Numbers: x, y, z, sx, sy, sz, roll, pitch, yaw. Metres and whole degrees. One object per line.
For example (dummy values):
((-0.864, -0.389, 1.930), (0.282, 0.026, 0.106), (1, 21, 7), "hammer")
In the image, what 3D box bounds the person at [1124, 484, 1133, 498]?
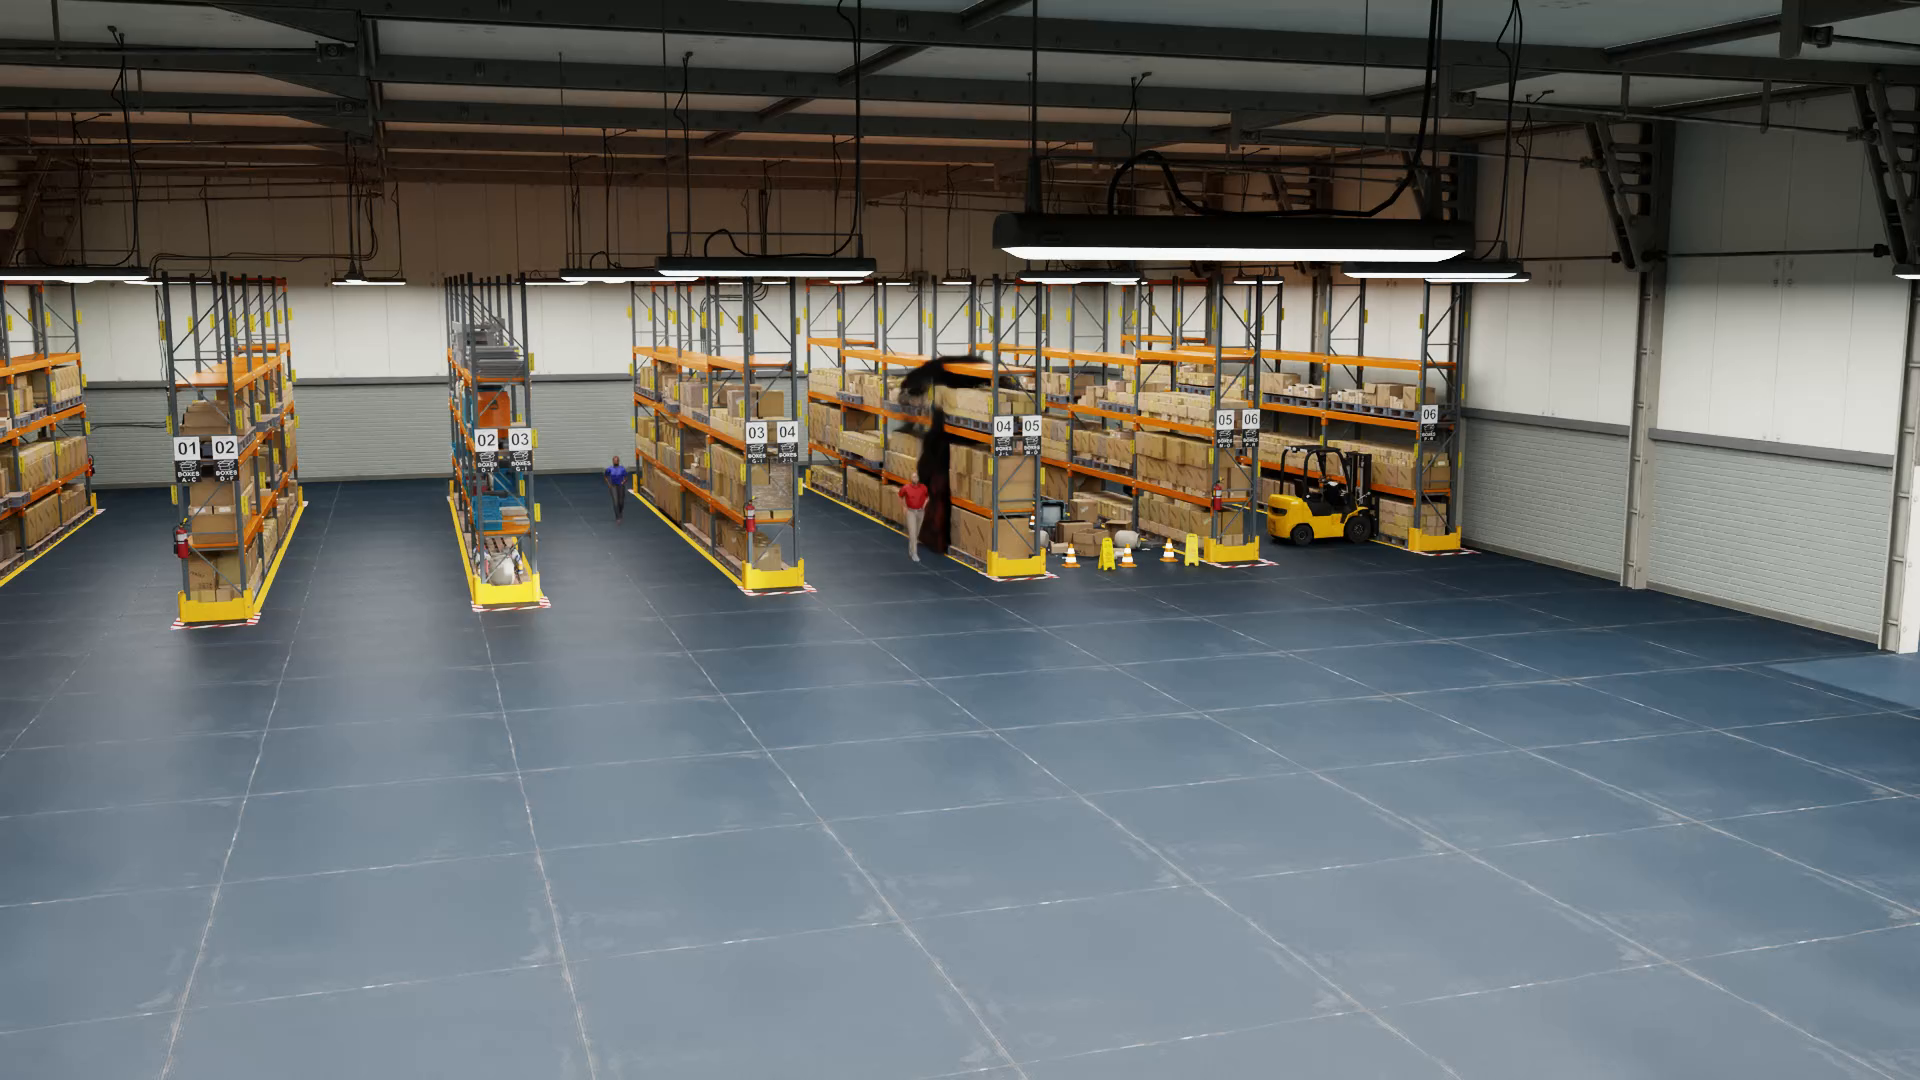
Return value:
((4.510, -1.590, 43.441), (0.539, 1.550, 0.622), (-4, 9, -23), "person")

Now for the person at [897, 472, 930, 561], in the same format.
((-0.918, -0.492, 33.715), (0.647, 1.790, 0.802), (-4, 9, -23), "person")

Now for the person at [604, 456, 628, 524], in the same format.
((-8.457, -1.248, 40.942), (0.585, 1.650, 0.727), (-3, 9, -18), "person")
